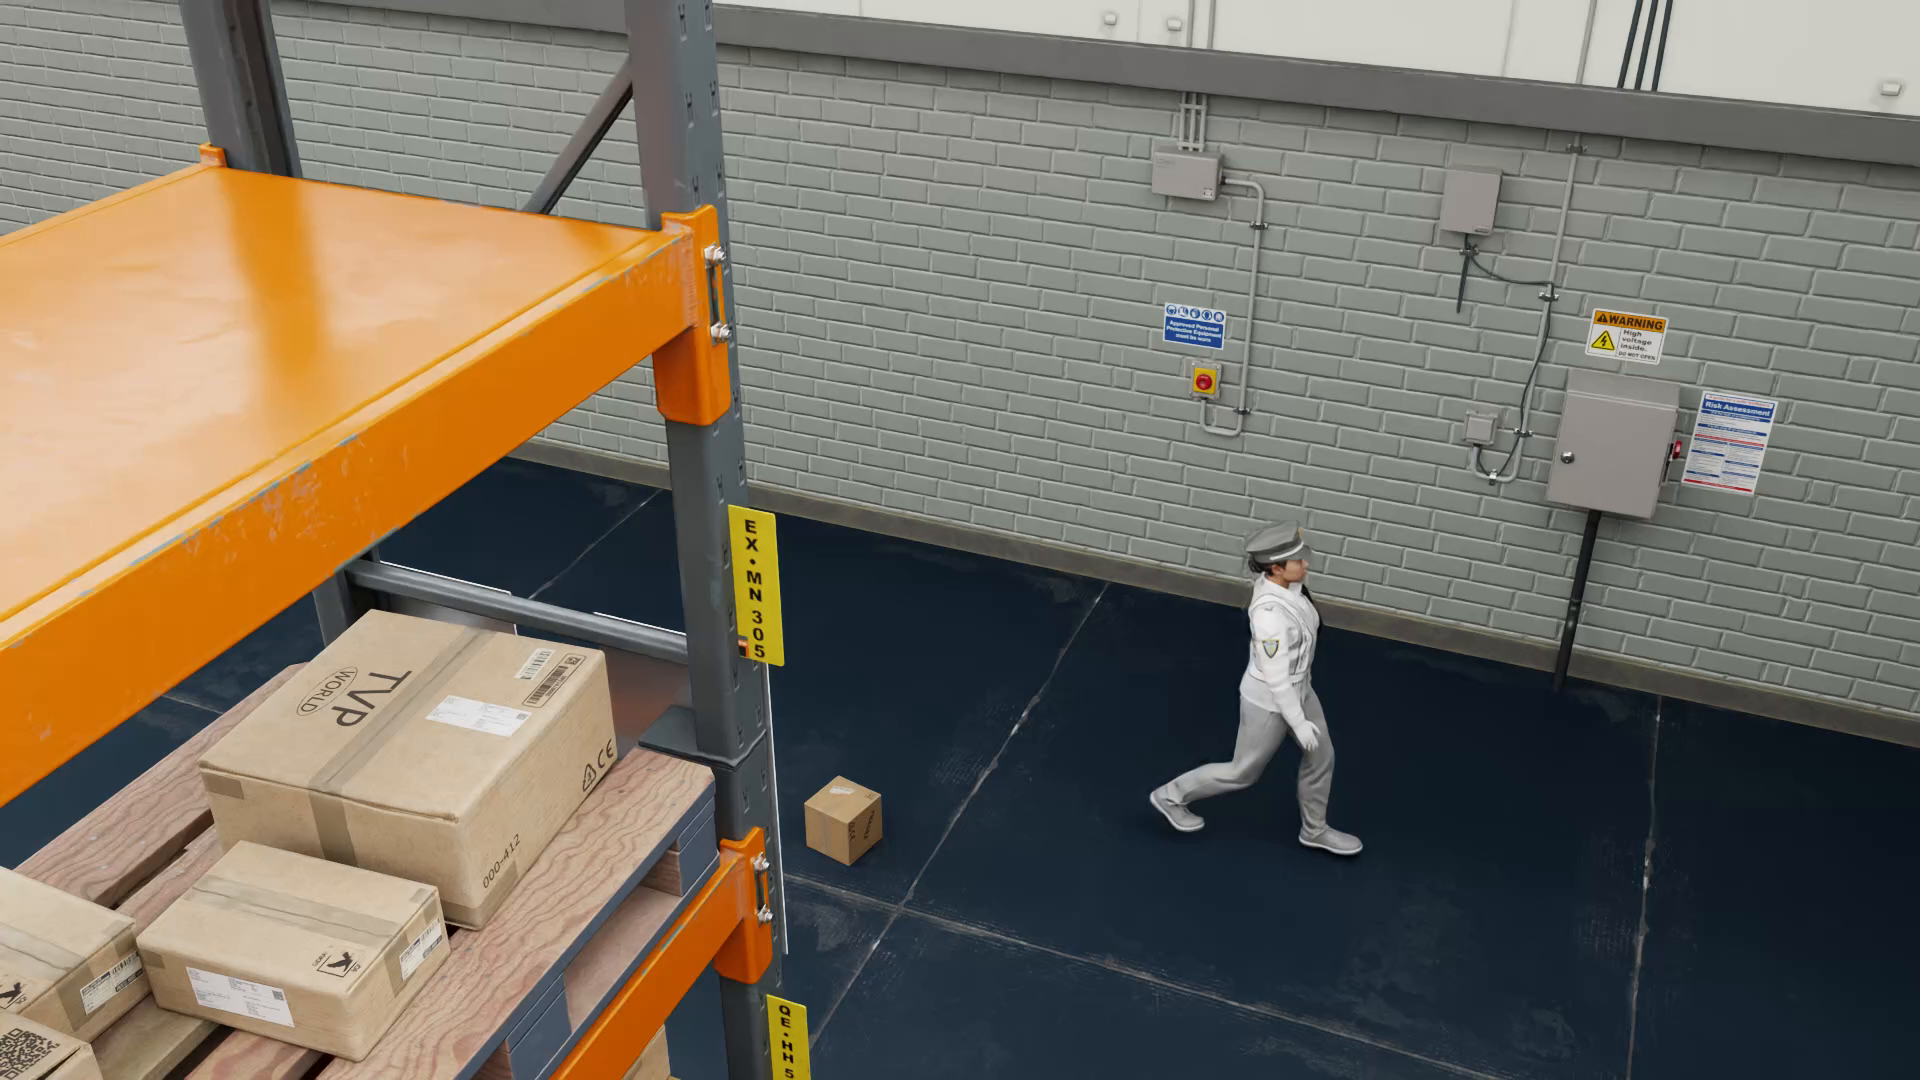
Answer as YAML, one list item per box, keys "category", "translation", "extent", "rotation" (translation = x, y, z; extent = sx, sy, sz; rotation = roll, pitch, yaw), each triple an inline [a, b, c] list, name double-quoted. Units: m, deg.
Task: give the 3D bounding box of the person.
- category: "person"
  translation: [1.346, 0.654, 7.211]
  extent: [0.960, 1.635, 0.487]
  rotation: [11, 32, 18]
